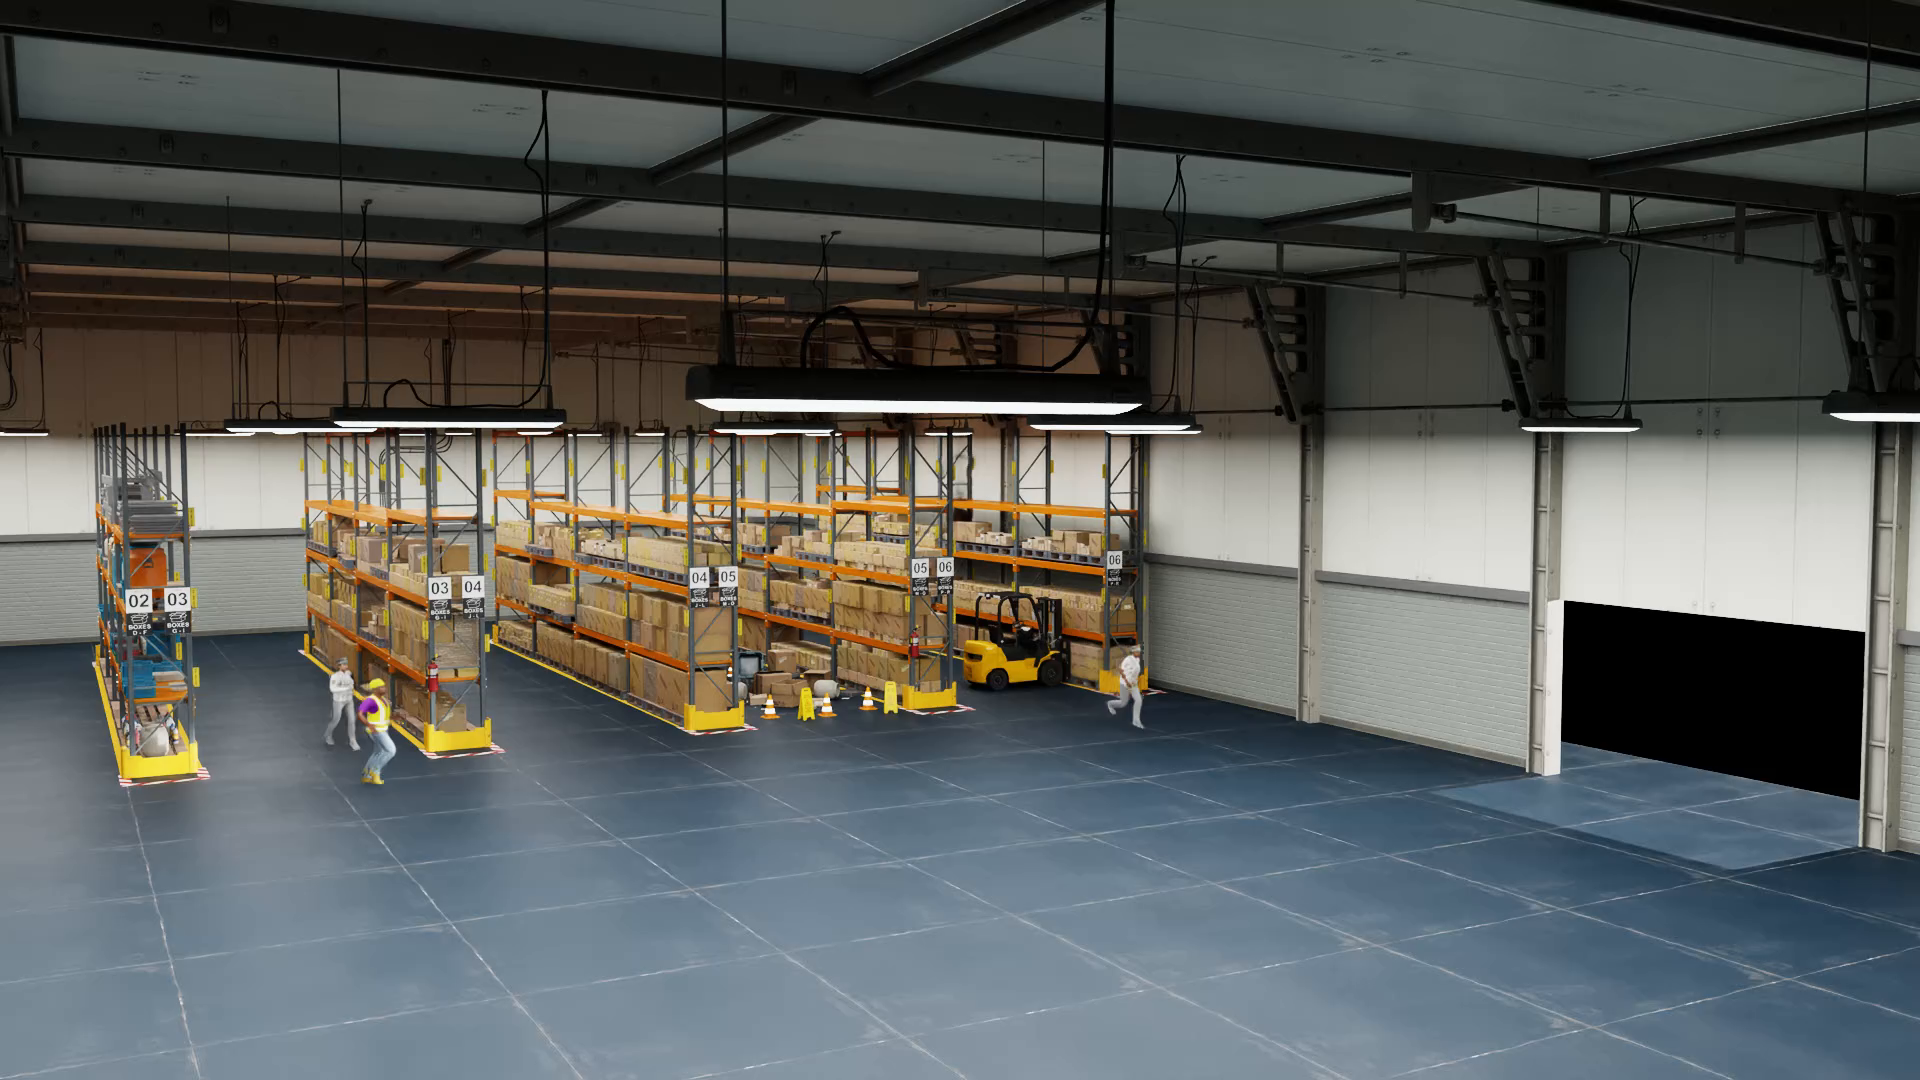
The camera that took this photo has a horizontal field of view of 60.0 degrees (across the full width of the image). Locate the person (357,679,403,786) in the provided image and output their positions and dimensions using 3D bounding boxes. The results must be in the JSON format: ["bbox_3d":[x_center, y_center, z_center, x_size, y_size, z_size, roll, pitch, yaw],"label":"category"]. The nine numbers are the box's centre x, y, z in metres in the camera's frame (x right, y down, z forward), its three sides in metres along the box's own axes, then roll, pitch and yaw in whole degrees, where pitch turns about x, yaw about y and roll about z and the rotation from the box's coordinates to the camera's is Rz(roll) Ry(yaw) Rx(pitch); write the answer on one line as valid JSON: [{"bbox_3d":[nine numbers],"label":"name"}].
[{"bbox_3d":[-9.606,3.179,27.558,0.680,1.762,0.674,0,3,-3],"label":"person"}]

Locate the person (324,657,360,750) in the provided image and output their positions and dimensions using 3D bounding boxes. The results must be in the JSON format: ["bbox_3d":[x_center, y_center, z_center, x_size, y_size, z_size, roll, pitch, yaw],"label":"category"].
[{"bbox_3d":[-11.414,2.992,30.696,0.919,1.702,0.593,2,4,35],"label":"person"}]

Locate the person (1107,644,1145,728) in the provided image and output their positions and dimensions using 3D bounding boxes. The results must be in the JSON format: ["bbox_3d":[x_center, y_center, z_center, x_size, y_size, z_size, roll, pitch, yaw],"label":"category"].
[{"bbox_3d":[3.348,2.906,33.298,0.574,1.682,0.936,-3,5,-45],"label":"person"}]
